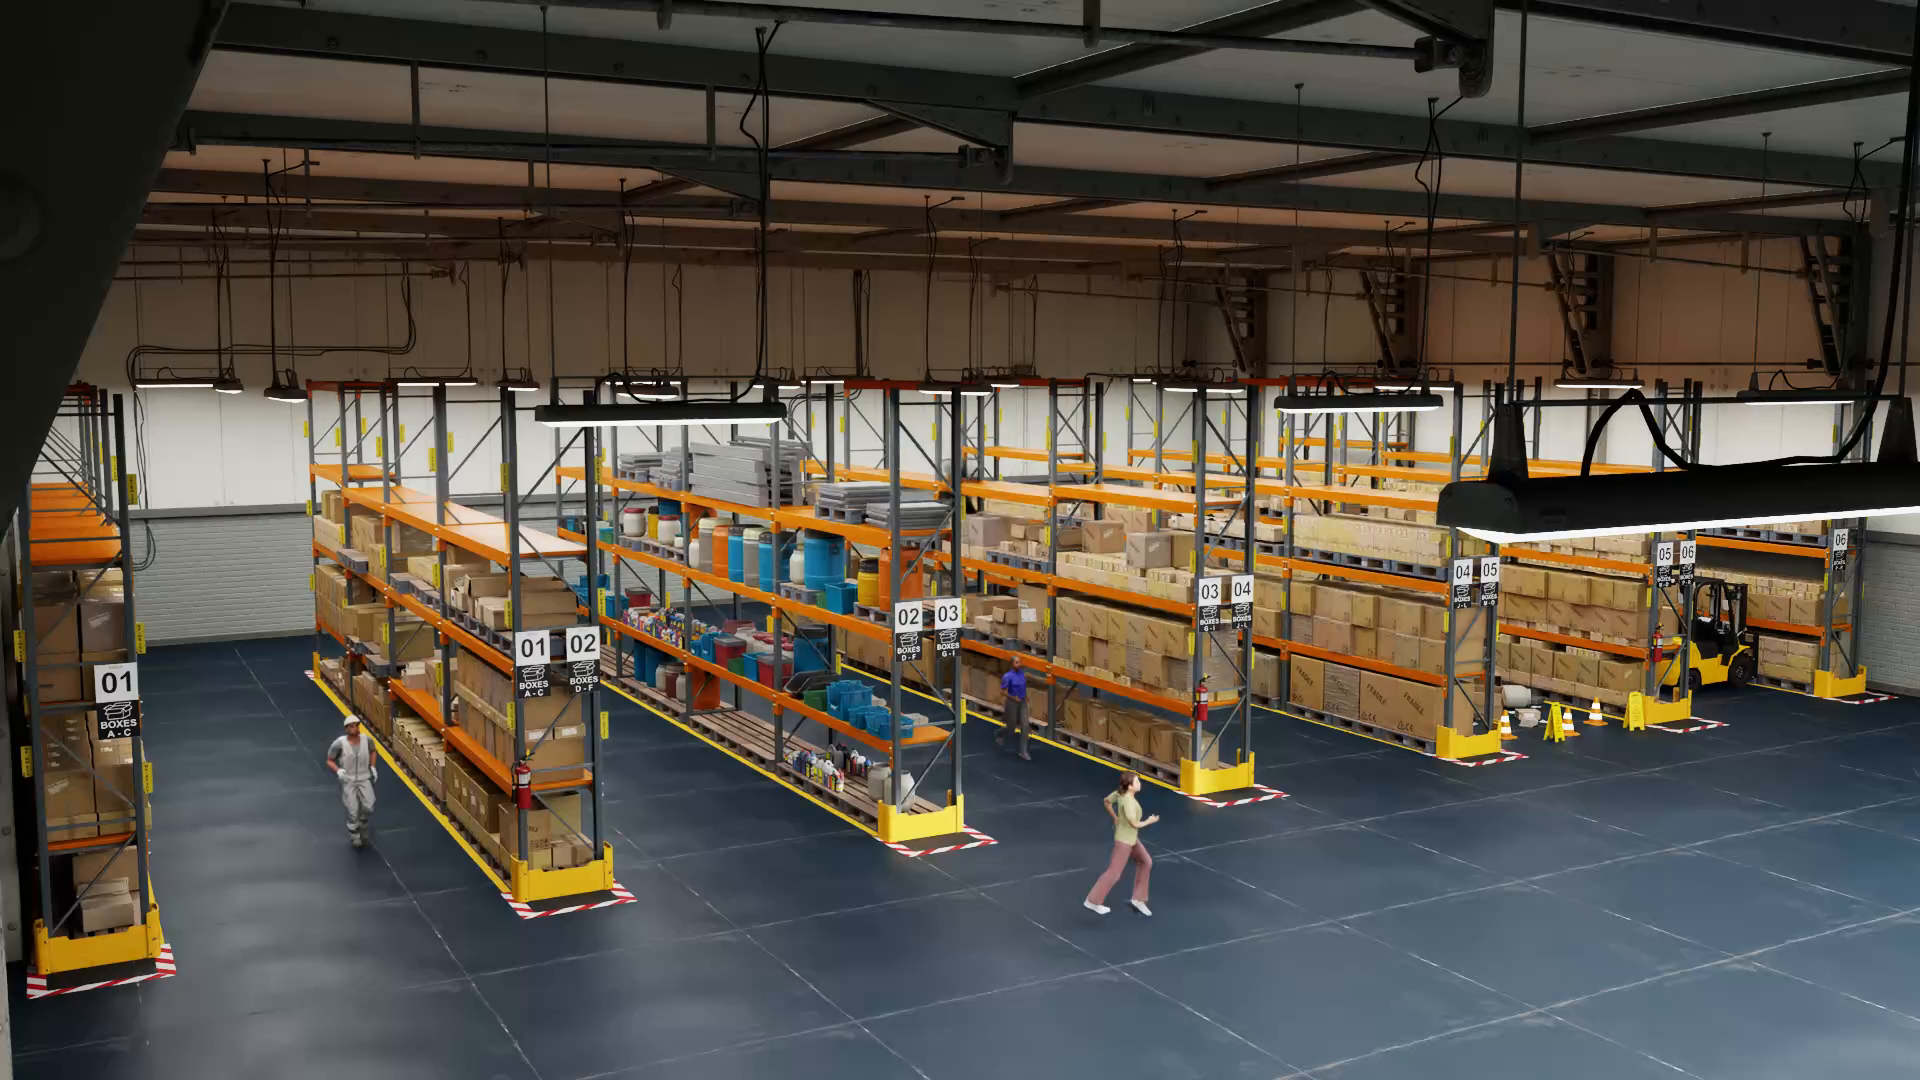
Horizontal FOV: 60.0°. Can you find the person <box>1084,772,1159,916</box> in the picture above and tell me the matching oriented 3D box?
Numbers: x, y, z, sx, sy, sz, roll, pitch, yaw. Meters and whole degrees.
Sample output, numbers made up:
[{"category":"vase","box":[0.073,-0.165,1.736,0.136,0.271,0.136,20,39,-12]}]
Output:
[{"category":"person","box":[1.842,3.485,19.027,0.862,1.711,0.580,0,6,1]}]

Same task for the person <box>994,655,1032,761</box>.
[{"category":"person","box":[0.879,2.677,26.815,0.579,1.659,0.859,-4,7,-35]}]

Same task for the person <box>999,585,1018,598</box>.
[{"category":"person","box":[1.152,1.046,41.991,0.646,1.647,0.749,3,7,26]}]

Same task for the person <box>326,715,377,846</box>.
[{"category":"person","box":[-7.903,3.151,21.716,0.661,1.746,0.572,-4,7,-32]}]
